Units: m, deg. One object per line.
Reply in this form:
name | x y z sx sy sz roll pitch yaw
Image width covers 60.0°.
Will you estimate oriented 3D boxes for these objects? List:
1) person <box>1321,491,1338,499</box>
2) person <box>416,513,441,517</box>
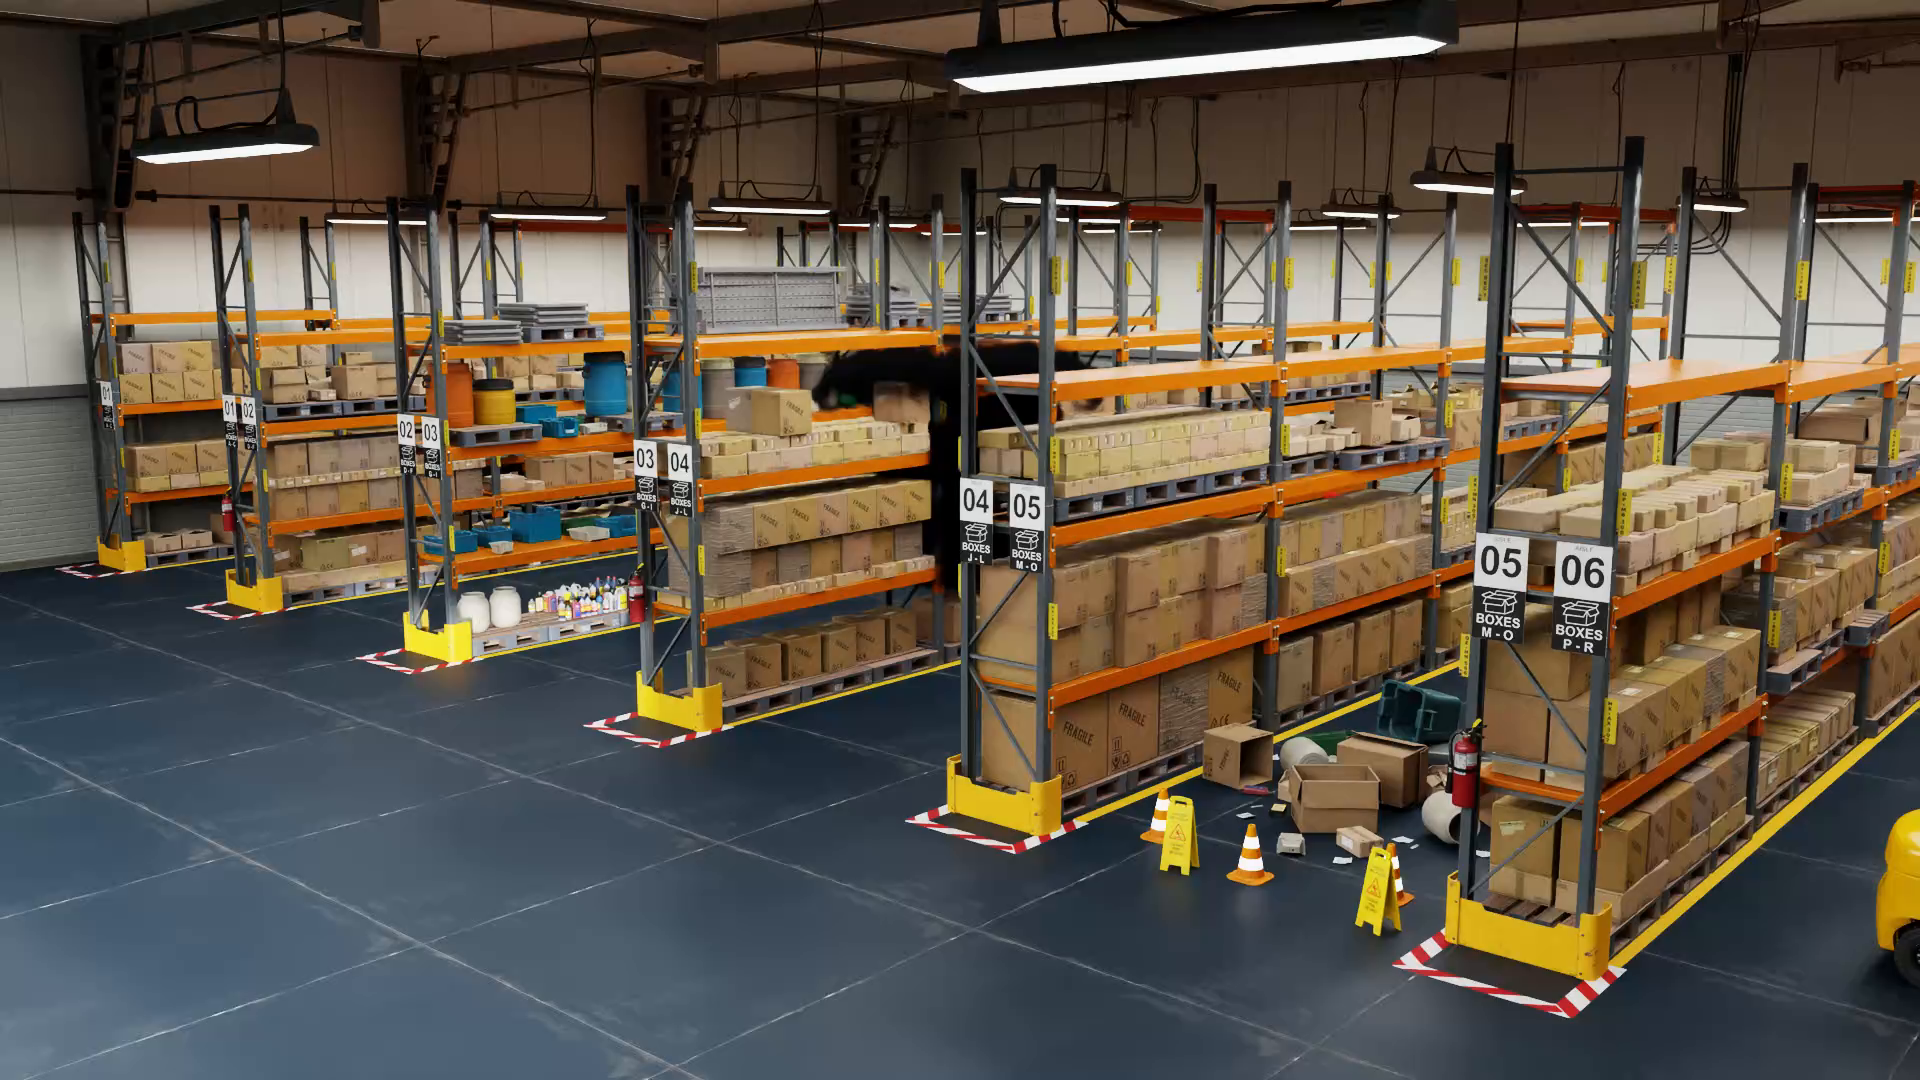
person | 5.691 0.051 25.704 0.724 1.676 0.819 -5 11 -26
person | -9.536 -0.539 29.743 0.687 1.579 0.864 3 10 16
